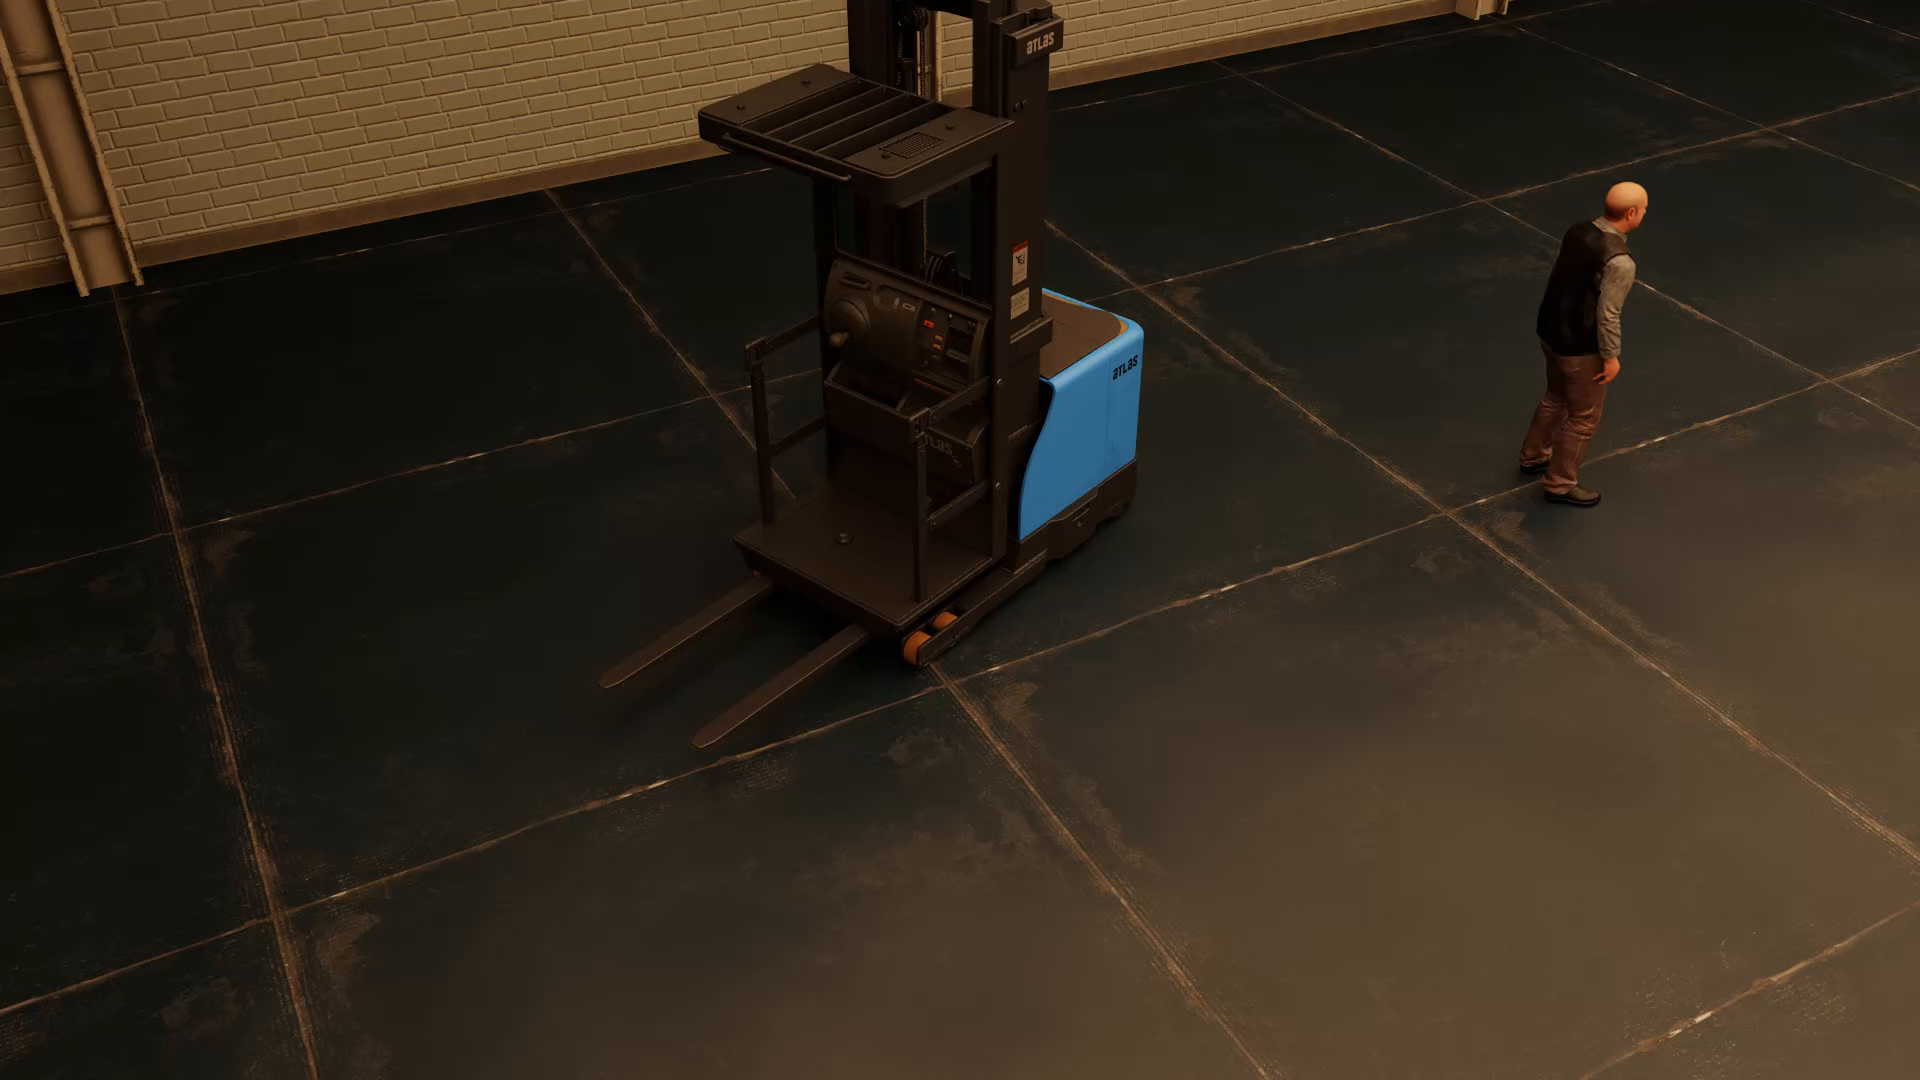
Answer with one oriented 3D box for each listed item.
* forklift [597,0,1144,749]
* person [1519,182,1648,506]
[{"bbox_3d":[-0.390,-0.927,7.434,1.130,2.935,3.031,26,43,31],"label":"forklift"},{"bbox_3d":[3.209,-1.028,8.628,0.413,1.719,0.581,-5,36,-7],"label":"person"}]
